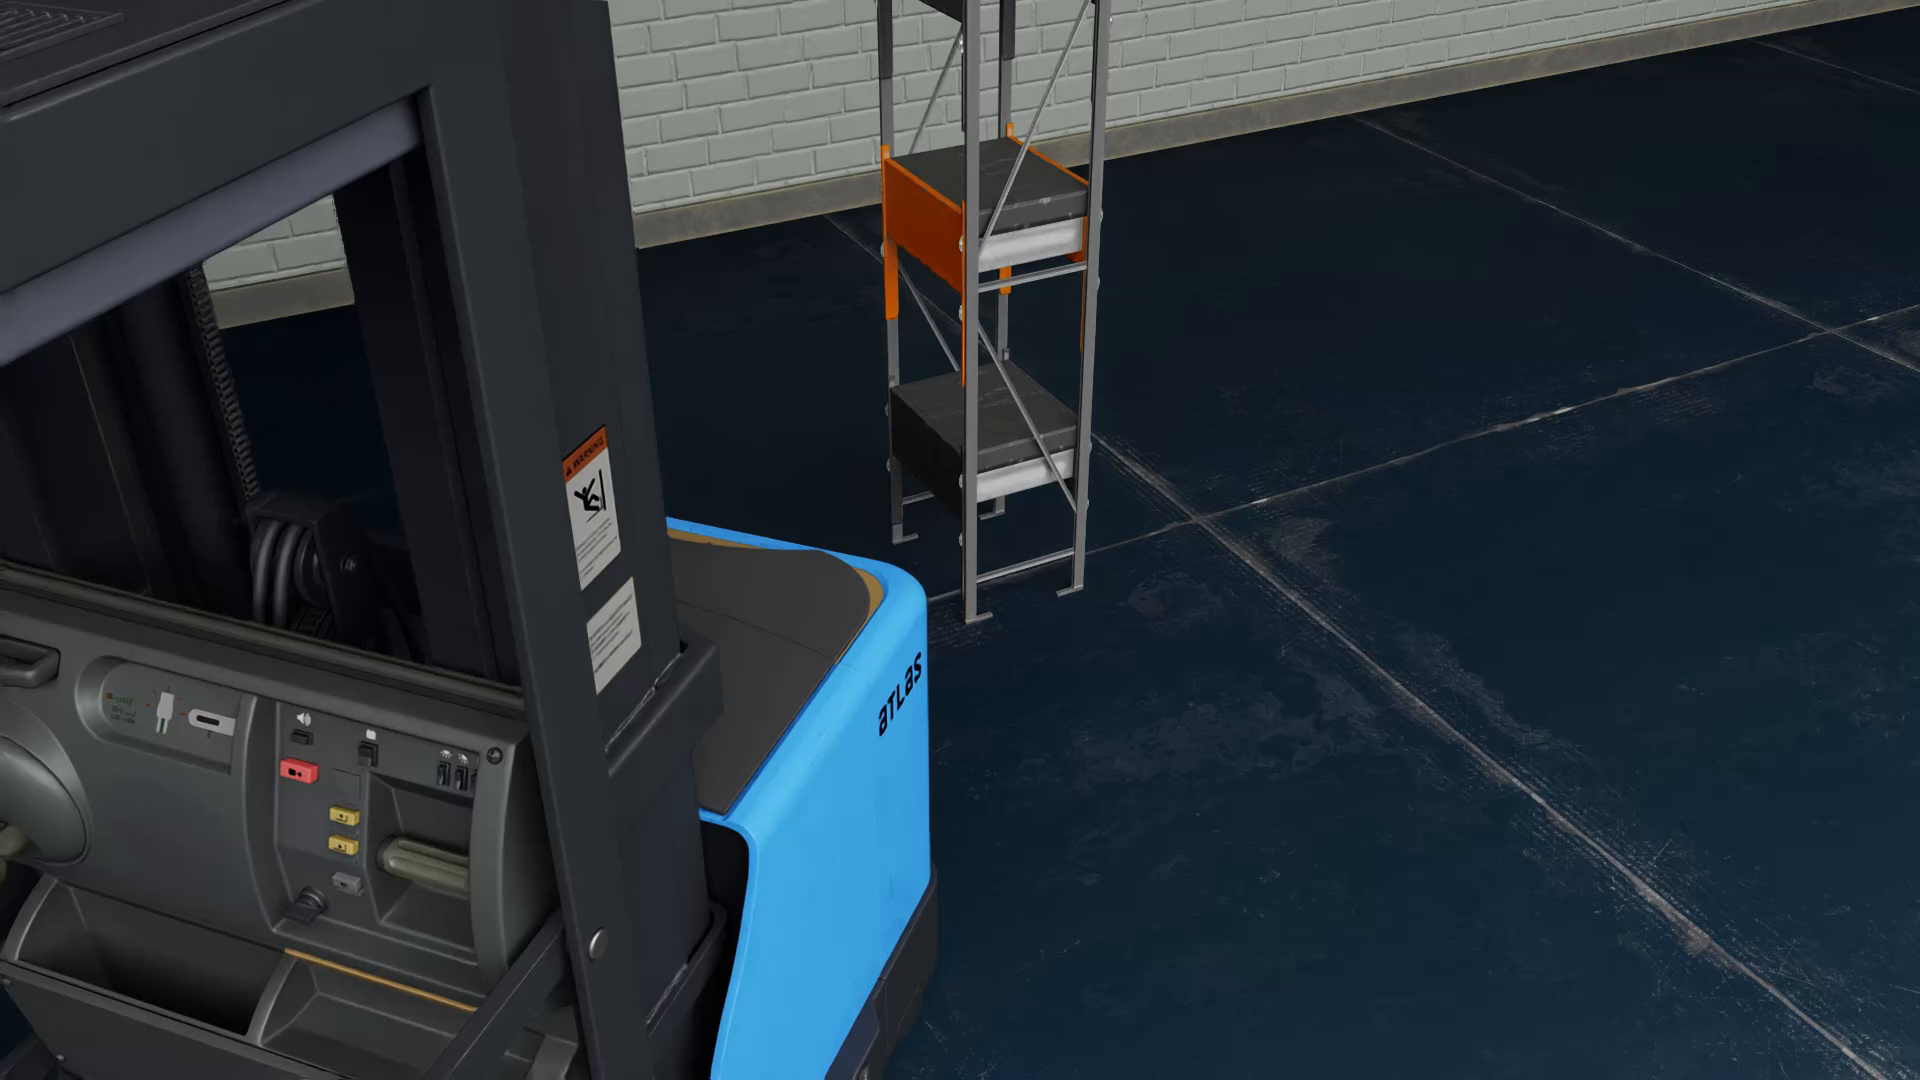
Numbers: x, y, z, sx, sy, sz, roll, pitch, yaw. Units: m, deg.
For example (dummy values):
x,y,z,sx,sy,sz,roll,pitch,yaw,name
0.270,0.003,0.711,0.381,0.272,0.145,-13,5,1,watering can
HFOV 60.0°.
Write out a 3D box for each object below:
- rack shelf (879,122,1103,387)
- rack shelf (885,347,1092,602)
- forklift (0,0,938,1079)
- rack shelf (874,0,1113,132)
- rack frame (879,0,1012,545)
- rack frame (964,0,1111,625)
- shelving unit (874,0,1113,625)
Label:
x,y,z,sx,sy,sz,roll,pitch,yaw,name
0.077,-0.794,4.568,0.431,0.518,0.480,-16,36,-23,rack shelf
0.077,-0.204,4.945,0.431,0.518,0.480,-16,36,-23,rack shelf
-1.037,0.378,1.942,1.130,2.935,3.031,11,34,17,forklift
0.077,-1.383,4.190,0.431,0.518,0.480,-16,36,-23,rack shelf
-0.037,-0.922,4.742,0.400,2.100,0.015,-16,36,-23,rack frame
0.191,-0.689,4.379,0.400,2.100,0.015,-16,36,-23,rack frame
0.077,-0.805,4.560,0.431,2.100,0.503,-16,36,-23,shelving unit
